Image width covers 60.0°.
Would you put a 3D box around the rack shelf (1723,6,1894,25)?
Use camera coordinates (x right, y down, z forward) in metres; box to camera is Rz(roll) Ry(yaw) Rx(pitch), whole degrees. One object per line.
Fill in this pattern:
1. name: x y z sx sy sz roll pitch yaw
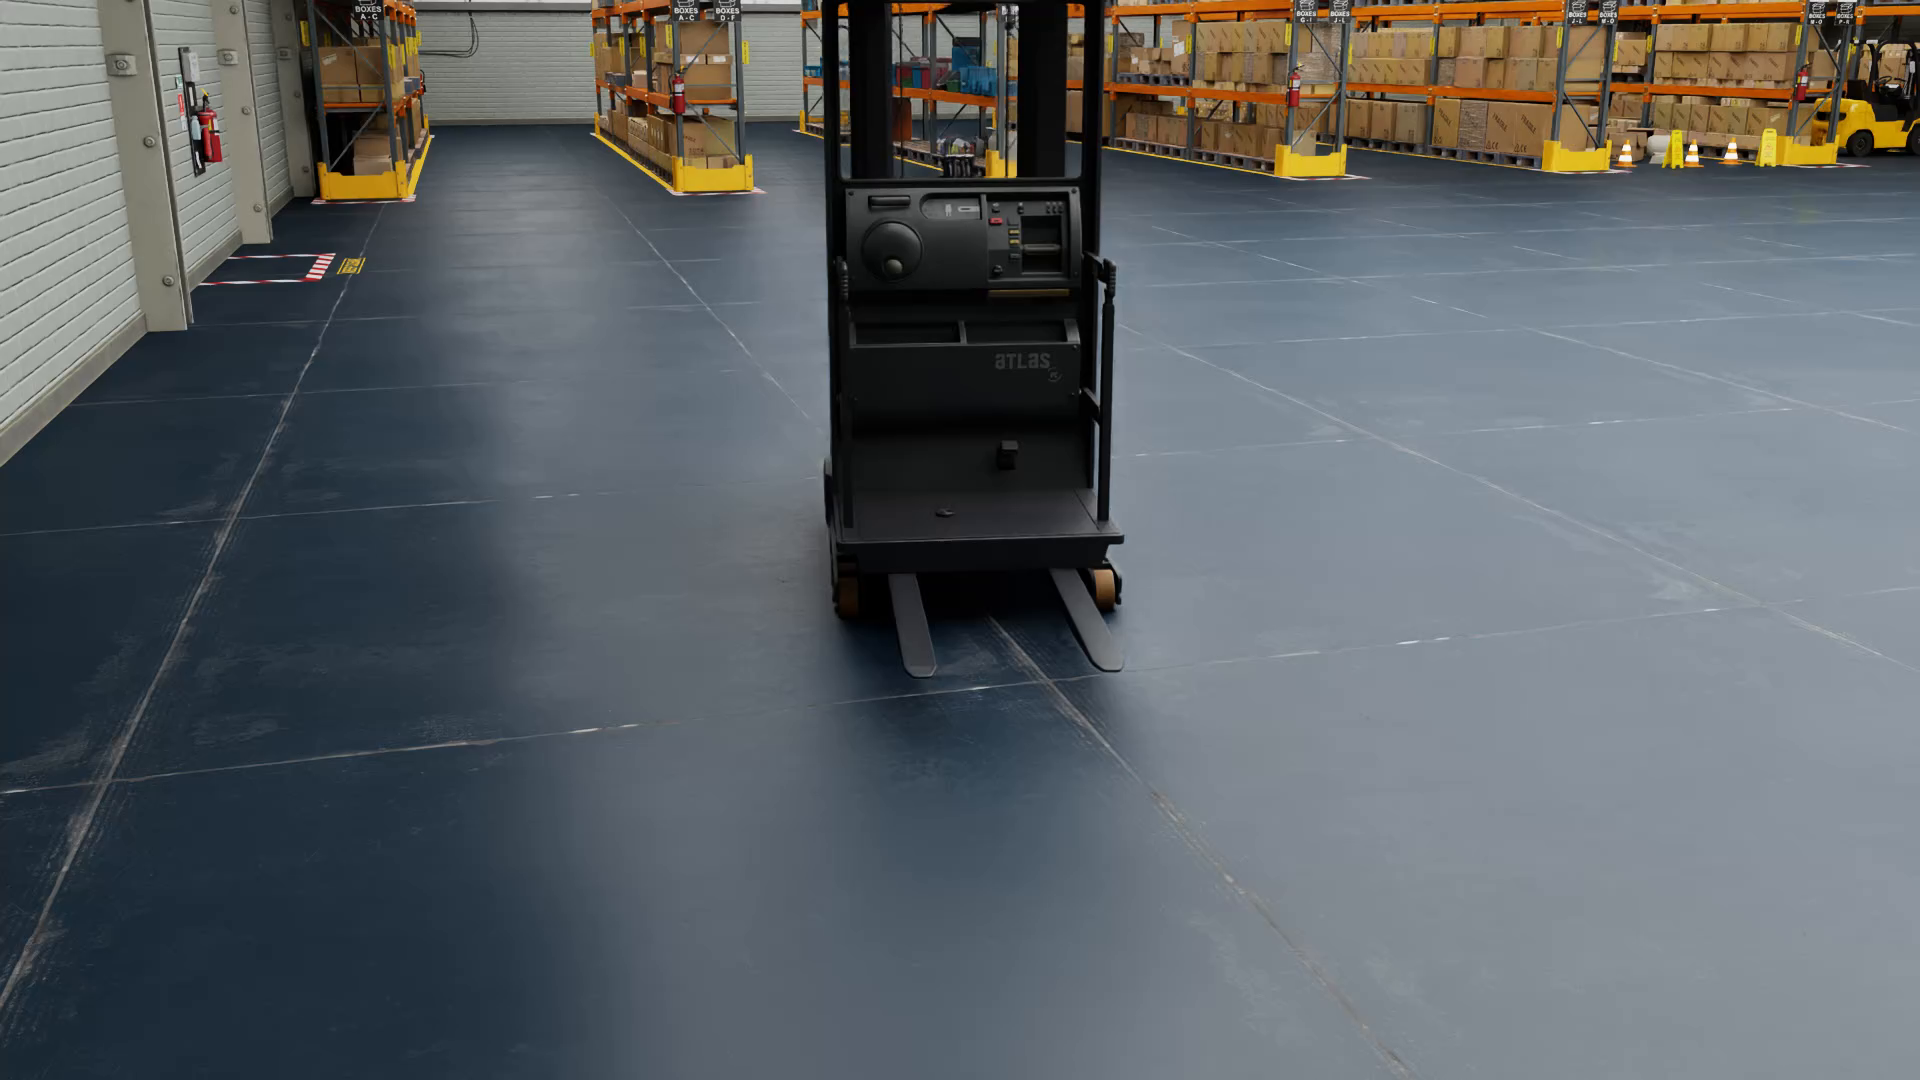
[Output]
1. rack shelf: 18.478 -11.401 36.228 1.077 0.370 4.000 -5 17 -15

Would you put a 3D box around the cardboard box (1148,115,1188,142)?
1. cardboard box: 4.159 -8.206 33.137 0.700 0.500 0.500 -3 17 -11

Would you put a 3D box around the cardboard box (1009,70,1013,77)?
1. cardboard box: 1.425 -11.439 40.758 0.380 0.149 0.250 -5 17 -16

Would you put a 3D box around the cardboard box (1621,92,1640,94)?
1. cardboard box: 16.789 -11.237 41.617 0.380 0.149 0.250 -6 18 -18

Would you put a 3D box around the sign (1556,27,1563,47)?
1. sign: 10.098 -8.465 27.995 0.100 0.325 0.005 -5 17 -15

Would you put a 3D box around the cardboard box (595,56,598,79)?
1. cardboard box: -8.228 -11.020 38.750 0.500 0.500 0.500 -4 17 -14

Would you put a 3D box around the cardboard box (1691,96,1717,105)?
1. cardboard box: 14.355 -8.476 32.073 0.380 0.149 0.250 -4 17 -12

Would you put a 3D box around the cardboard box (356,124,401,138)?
1. cardboard box: -10.218 -7.042 29.261 0.700 0.500 0.500 -5 17 -16

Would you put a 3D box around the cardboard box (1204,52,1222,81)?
1. cardboard box: 4.895 -8.498 29.839 0.875 0.500 0.500 -5 17 -15

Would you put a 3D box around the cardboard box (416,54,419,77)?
1. cardboard box: -12.498 -10.526 36.758 0.980 0.700 0.700 -5 17 -16

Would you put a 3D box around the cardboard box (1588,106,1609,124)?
1. cardboard box: 12.553 -8.378 33.159 0.500 0.500 0.500 -5 17 -15

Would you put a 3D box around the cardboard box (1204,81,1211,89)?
1. cardboard box: 4.649 -8.238 30.099 0.380 0.149 0.250 -5 17 -15

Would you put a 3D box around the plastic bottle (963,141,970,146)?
1. plastic bottle: 0.092 -6.686 28.466 0.152 0.276 0.135 -5 17 -15

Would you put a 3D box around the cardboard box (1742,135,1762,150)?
1. cardboard box: 14.868 -7.349 30.752 0.500 0.250 0.500 -5 17 -16

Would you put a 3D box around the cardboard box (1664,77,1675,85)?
1. cardboard box: 14.153 -9.063 32.847 0.380 0.149 0.250 -4 17 -14

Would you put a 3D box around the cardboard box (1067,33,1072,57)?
1. cardboard box: 2.712 -11.144 37.418 0.797 0.503 0.637 -5 17 -17

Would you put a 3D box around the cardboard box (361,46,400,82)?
1. cardboard box: -8.565 -7.031 24.567 0.500 0.500 0.500 -5 18 -17

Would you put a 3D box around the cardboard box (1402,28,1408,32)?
1. cardboard box: 11.376 -12.831 41.914 0.380 0.149 0.250 -5 17 -16

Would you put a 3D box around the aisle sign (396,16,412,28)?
1. aisle sign: -12.589 -12.012 37.707 0.394 0.787 0.004 -5 17 -15

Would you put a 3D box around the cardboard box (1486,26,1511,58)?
1. cardboard box: 10.025 -8.978 29.988 0.875 0.550 0.500 -5 17 -15

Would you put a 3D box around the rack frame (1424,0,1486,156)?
1. rack frame: 9.524 -8.943 32.009 1.000 3.000 0.127 -5 17 -15

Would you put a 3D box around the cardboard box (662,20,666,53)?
1. cardboard box: -4.393 -8.065 26.658 0.700 0.500 0.500 -5 17 -15

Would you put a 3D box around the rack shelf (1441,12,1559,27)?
1. rack shelf: 12.607 -12.114 38.602 1.077 0.370 4.000 -5 17 -15

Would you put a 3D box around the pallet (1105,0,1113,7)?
1. pallet: 3.400 -11.205 34.654 1.213 0.211 1.003 -4 17 -13

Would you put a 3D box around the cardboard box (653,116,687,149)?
1. cardboard box: -4.697 -6.610 26.989 0.500 0.500 0.500 -5 17 -15

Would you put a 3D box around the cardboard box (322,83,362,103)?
1. cardboard box: -8.776 -6.349 23.600 0.500 0.250 0.500 -4 17 -14

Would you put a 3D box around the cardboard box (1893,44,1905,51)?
1. cardboard box: 19.039 -9.930 33.479 0.380 0.149 0.250 -4 17 -14

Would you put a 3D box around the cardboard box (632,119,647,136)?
1. cardboard box: -5.746 -7.602 30.619 0.500 0.311 0.500 -5 17 -17

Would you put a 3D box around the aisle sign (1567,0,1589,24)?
1. aisle sign: 10.355 -9.038 27.807 0.394 0.787 0.004 -5 17 -15

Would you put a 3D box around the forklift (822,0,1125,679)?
1. forklift: 0.038 -1.201 6.355 1.130 2.935 3.031 -2 17 -5

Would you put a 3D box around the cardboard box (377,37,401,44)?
1. cardboard box: -10.544 -9.223 30.913 0.500 0.250 0.500 -4 17 -14

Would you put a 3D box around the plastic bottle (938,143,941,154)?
1. plastic bottle: -0.341 -6.906 29.330 0.097 0.201 0.097 0 17 0

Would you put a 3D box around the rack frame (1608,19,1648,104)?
1. rack frame: 16.829 -11.968 42.081 1.000 3.000 0.127 -5 17 -15

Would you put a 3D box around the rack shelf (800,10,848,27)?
1. rack shelf: -2.783 -12.045 38.373 1.077 0.370 4.000 -5 17 -15

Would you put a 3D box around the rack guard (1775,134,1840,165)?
1. rack guard: 15.334 -7.079 30.151 1.175 0.500 0.348 -5 17 -15

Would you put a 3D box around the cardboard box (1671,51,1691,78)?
1. cardboard box: 14.269 -9.272 32.413 0.500 0.500 0.500 -5 17 -15

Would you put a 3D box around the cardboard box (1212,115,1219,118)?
1. cardboard box: 6.501 -10.501 41.421 0.380 0.149 0.250 -5 17 -15

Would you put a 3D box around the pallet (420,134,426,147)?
1. pallet: -11.893 -8.497 35.374 1.003 0.211 1.213 -5 17 -15

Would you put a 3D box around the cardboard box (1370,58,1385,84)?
1. cardboard box: 8.704 -9.533 33.802 0.500 0.500 0.500 -5 17 -16

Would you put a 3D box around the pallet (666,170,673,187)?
1. pallet: -3.950 -5.563 25.603 1.003 0.211 1.213 -5 17 -15

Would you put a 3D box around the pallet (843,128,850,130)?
1. pallet: -2.473 -9.265 37.928 1.003 0.211 1.213 -5 17 -15

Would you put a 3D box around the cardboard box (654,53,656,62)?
1. cardboard box: -4.911 -8.065 27.786 0.380 0.149 0.250 -5 17 -15

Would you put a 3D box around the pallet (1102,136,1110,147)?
1. pallet: 3.484 -8.573 35.627 1.003 0.211 1.213 -5 17 -15

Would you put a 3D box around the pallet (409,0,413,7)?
1. pallet: -12.305 -11.575 35.711 1.003 0.211 1.213 -5 17 -15

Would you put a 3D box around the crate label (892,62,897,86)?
1. crate label: -1.121 -9.014 32.185 0.502 0.435 0.616 -5 17 -15

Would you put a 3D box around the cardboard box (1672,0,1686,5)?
1. cardboard box: 14.122 -10.496 32.401 0.380 0.149 0.250 -5 17 -15

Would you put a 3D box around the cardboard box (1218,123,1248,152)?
1. cardboard box: 4.964 -7.311 30.191 0.500 0.500 0.500 1 17 2

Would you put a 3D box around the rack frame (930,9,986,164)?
1. rack frame: -0.035 -8.187 29.493 1.000 3.000 0.127 -5 17 -15

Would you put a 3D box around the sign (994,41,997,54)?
1. sign: 0.894 -12.308 41.570 0.100 0.325 0.005 -5 17 -15

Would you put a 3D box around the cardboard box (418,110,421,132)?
1. cardboard box: -12.140 -9.117 36.204 0.700 0.500 0.500 -4 17 -14

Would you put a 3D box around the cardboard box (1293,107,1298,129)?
1. cardboard box: 7.693 -9.503 37.490 0.500 0.500 0.500 -6 18 -18
